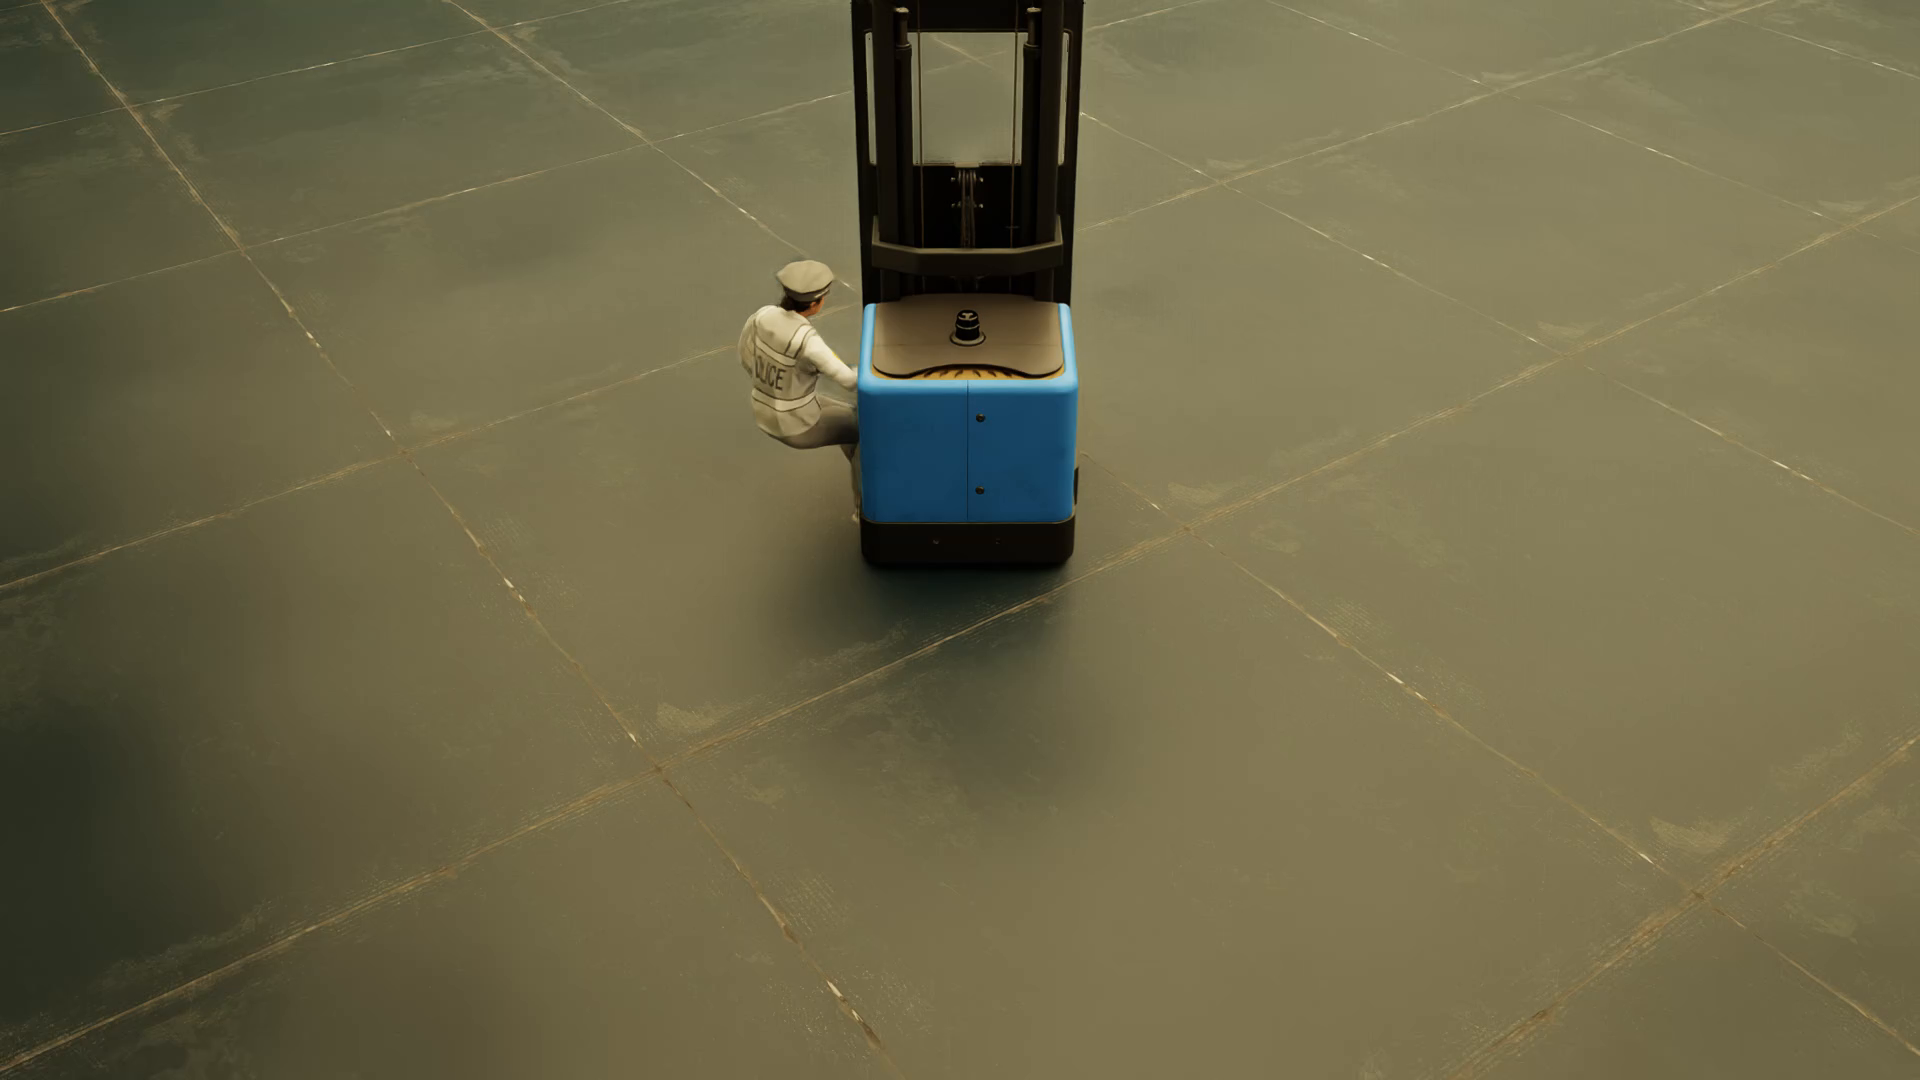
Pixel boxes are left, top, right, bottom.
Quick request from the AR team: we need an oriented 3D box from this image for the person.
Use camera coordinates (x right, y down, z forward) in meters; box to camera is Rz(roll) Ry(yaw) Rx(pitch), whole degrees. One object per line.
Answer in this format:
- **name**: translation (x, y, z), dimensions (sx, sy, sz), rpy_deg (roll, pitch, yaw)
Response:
- **person**: translation (-0.626, -0.735, 8.282), dimensions (0.857, 1.465, 0.738), rpy_deg (-30, 46, -34)

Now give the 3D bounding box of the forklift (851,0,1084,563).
- **forklift**: translation (0.033, -1.908, 8.525), dimensions (1.130, 2.935, 3.031), rpy_deg (0, 36, 0)
